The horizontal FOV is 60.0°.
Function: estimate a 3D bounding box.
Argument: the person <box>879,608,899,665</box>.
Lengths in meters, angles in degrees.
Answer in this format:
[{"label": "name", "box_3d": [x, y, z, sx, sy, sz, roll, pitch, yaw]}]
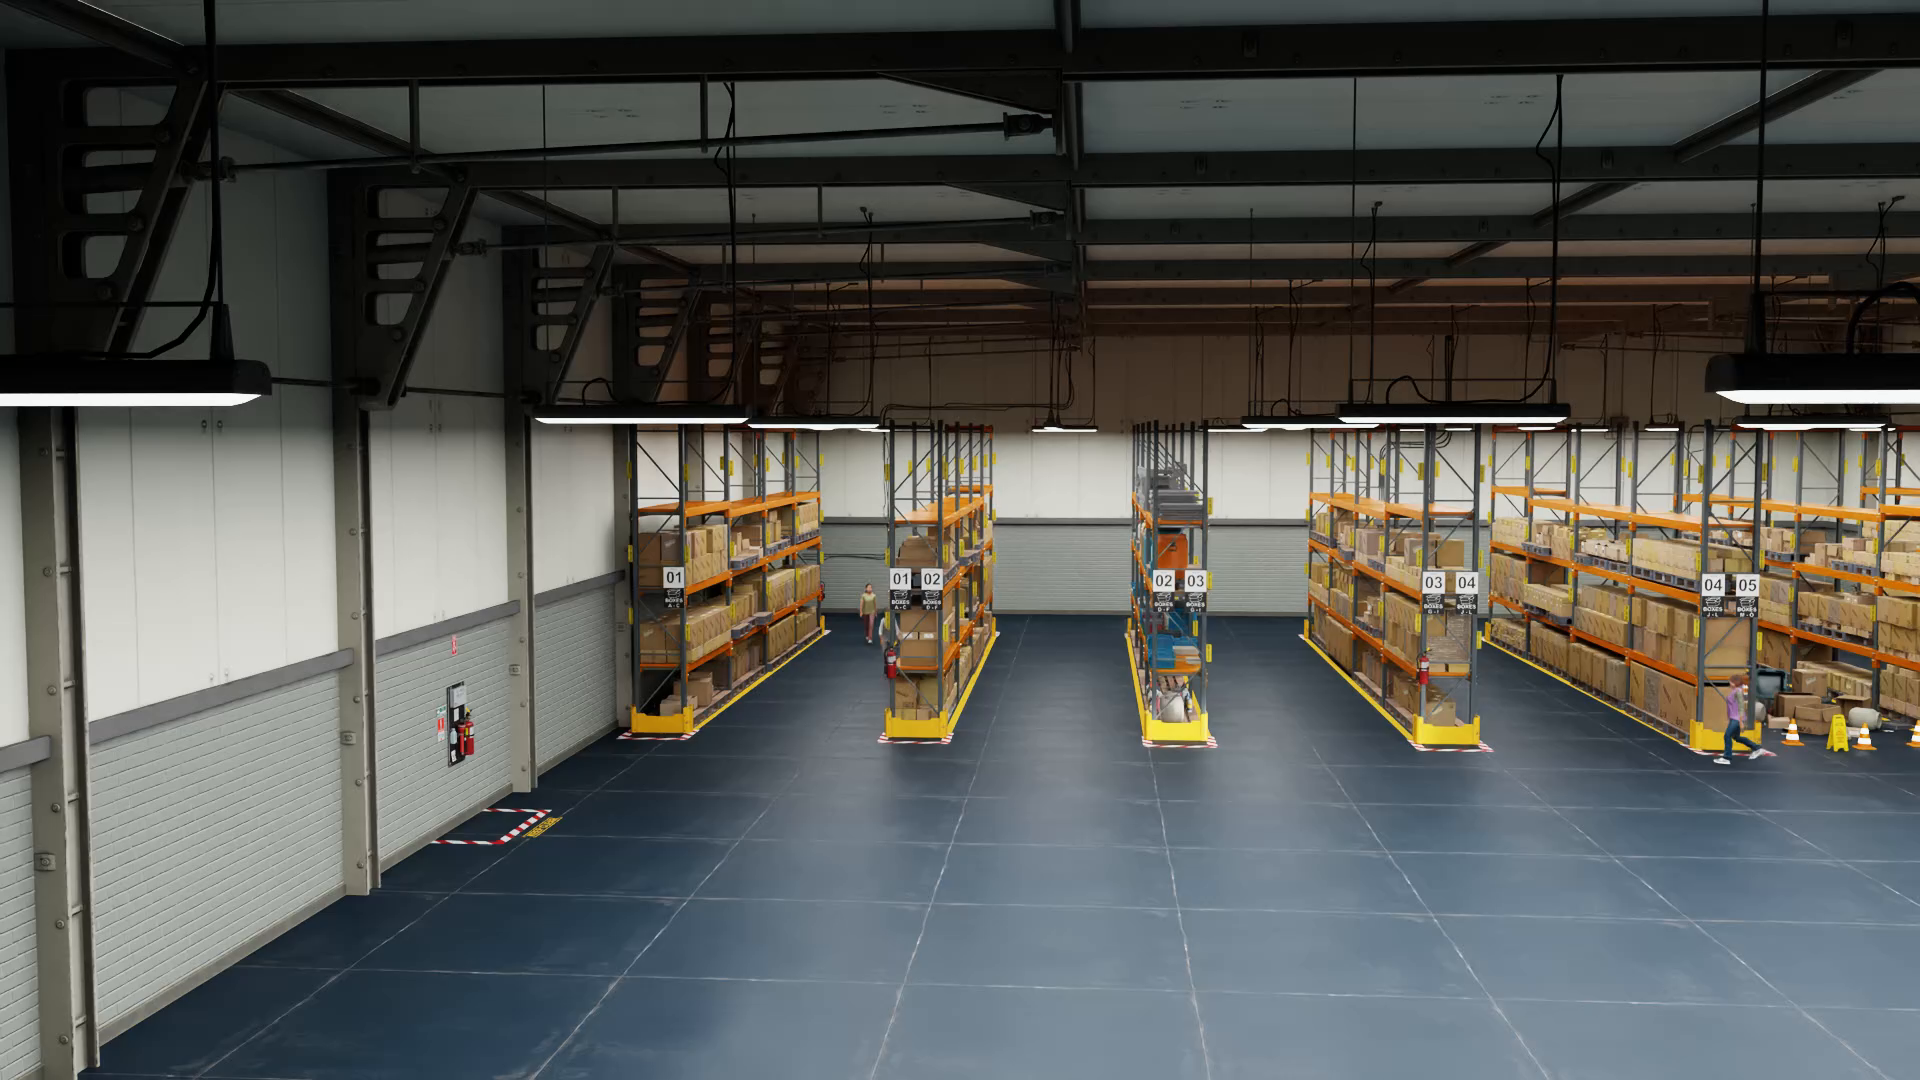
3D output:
[{"label": "person", "box_3d": [-1.712, 2.417, 39.963, 0.491, 1.583, 0.485, 0, 4, -5]}]

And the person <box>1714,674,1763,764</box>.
[{"label": "person", "box_3d": [13.511, 3.102, 28.807, 0.847, 1.560, 0.416, 0, 4, 8]}]

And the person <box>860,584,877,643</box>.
[{"label": "person", "box_3d": [-2.530, 2.011, 45.759, 0.456, 1.610, 1.082, 0, 4, 2]}]
